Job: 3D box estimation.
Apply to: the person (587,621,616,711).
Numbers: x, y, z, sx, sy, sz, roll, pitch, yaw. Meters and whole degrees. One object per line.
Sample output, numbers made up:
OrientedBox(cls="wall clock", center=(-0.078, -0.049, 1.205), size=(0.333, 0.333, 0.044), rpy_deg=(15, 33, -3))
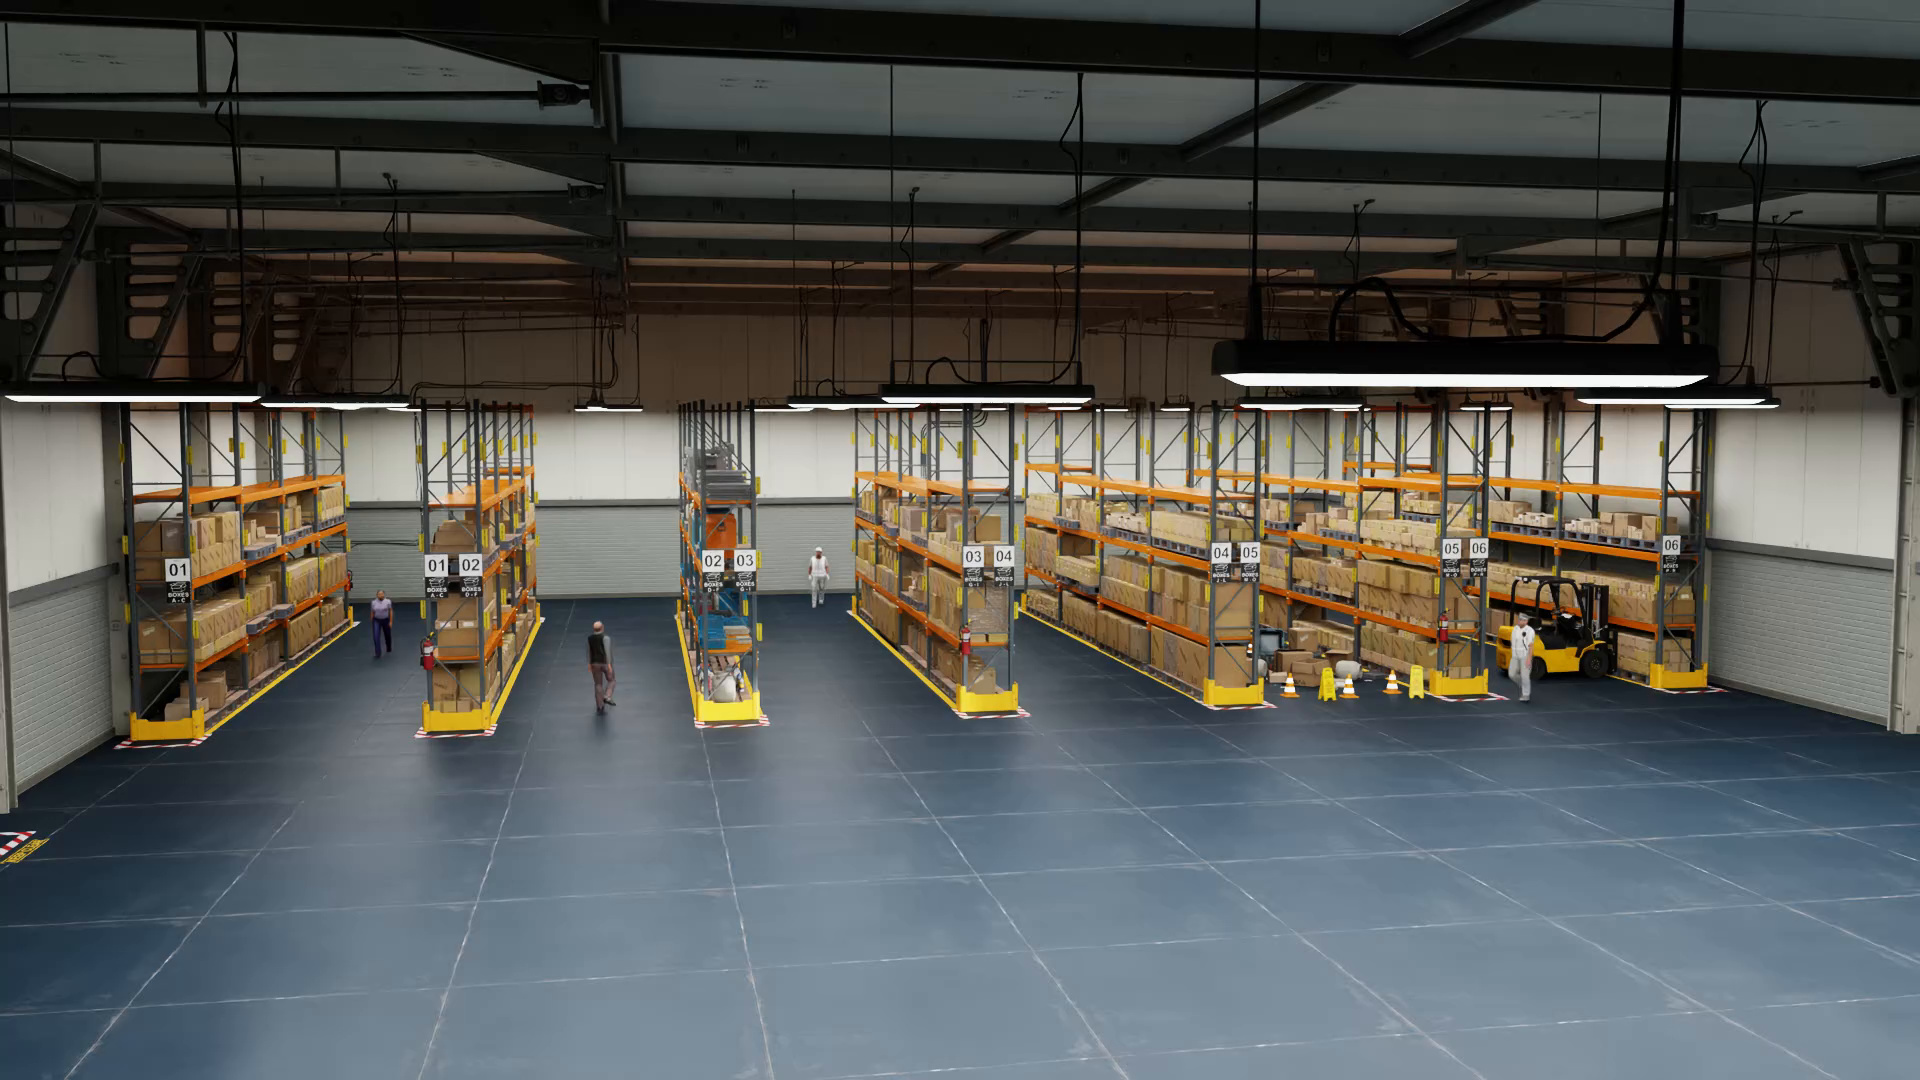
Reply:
OrientedBox(cls="person", center=(-6.953, 2.431, 32.185), size=(0.576, 1.710, 0.478), rpy_deg=(0, 4, -1))

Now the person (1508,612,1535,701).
OrientedBox(cls="person", center=(11.293, 2.311, 33.298), size=(0.536, 1.760, 0.534), rpy_deg=(-4, 6, -39))

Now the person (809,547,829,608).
OrientedBox(cls="person", center=(-4.208, 1.091, 49.595), size=(0.628, 1.753, 0.984), rpy_deg=(0, 4, -3))

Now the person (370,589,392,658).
OrientedBox(cls="person", center=(-13.666, 1.943, 39.308), size=(0.484, 1.601, 0.838), rpy_deg=(-1, 4, -14))
